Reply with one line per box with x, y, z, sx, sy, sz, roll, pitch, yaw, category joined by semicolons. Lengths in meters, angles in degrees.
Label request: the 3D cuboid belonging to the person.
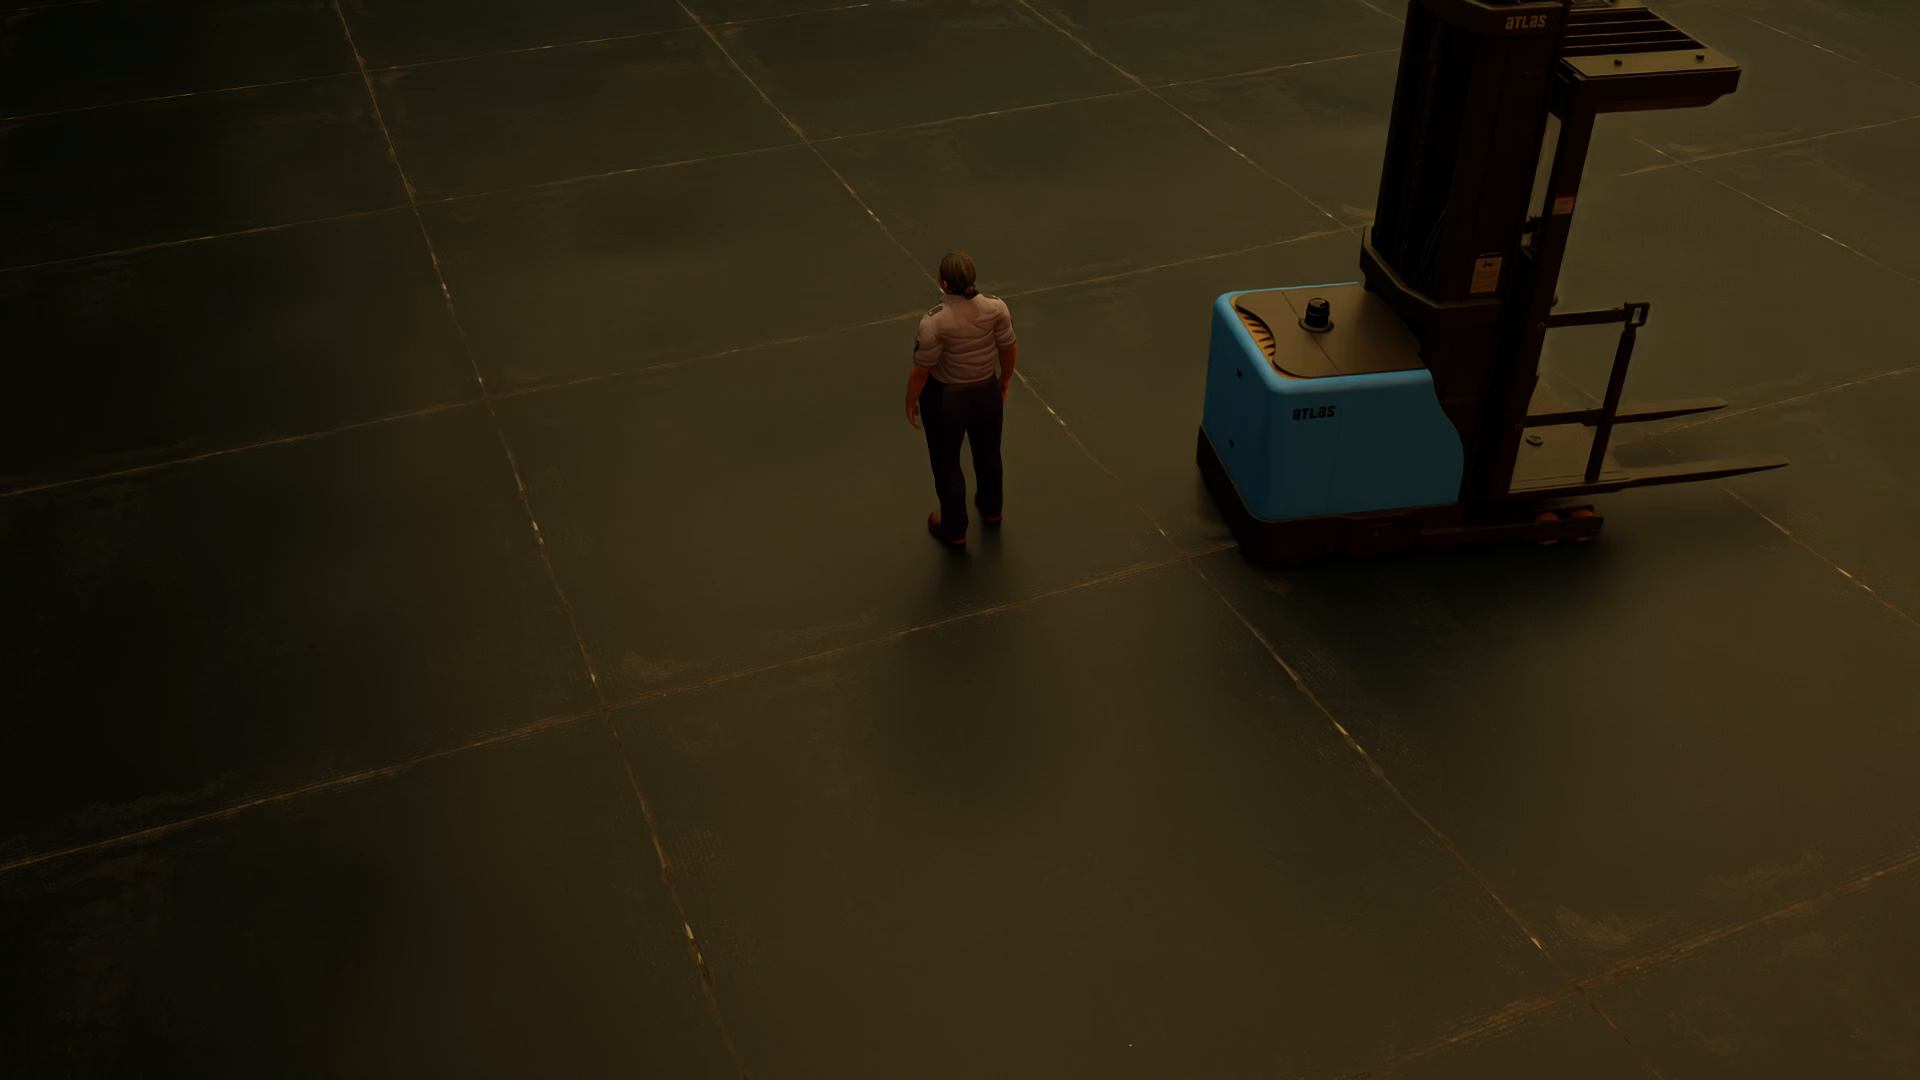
-0.014;-0.730;8.220;0.599;1.650;0.503;-14;38;-19;person

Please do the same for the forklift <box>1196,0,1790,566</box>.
2.859;-1.466;8.160;3.031;2.935;1.130;-6;36;-8;forklift
